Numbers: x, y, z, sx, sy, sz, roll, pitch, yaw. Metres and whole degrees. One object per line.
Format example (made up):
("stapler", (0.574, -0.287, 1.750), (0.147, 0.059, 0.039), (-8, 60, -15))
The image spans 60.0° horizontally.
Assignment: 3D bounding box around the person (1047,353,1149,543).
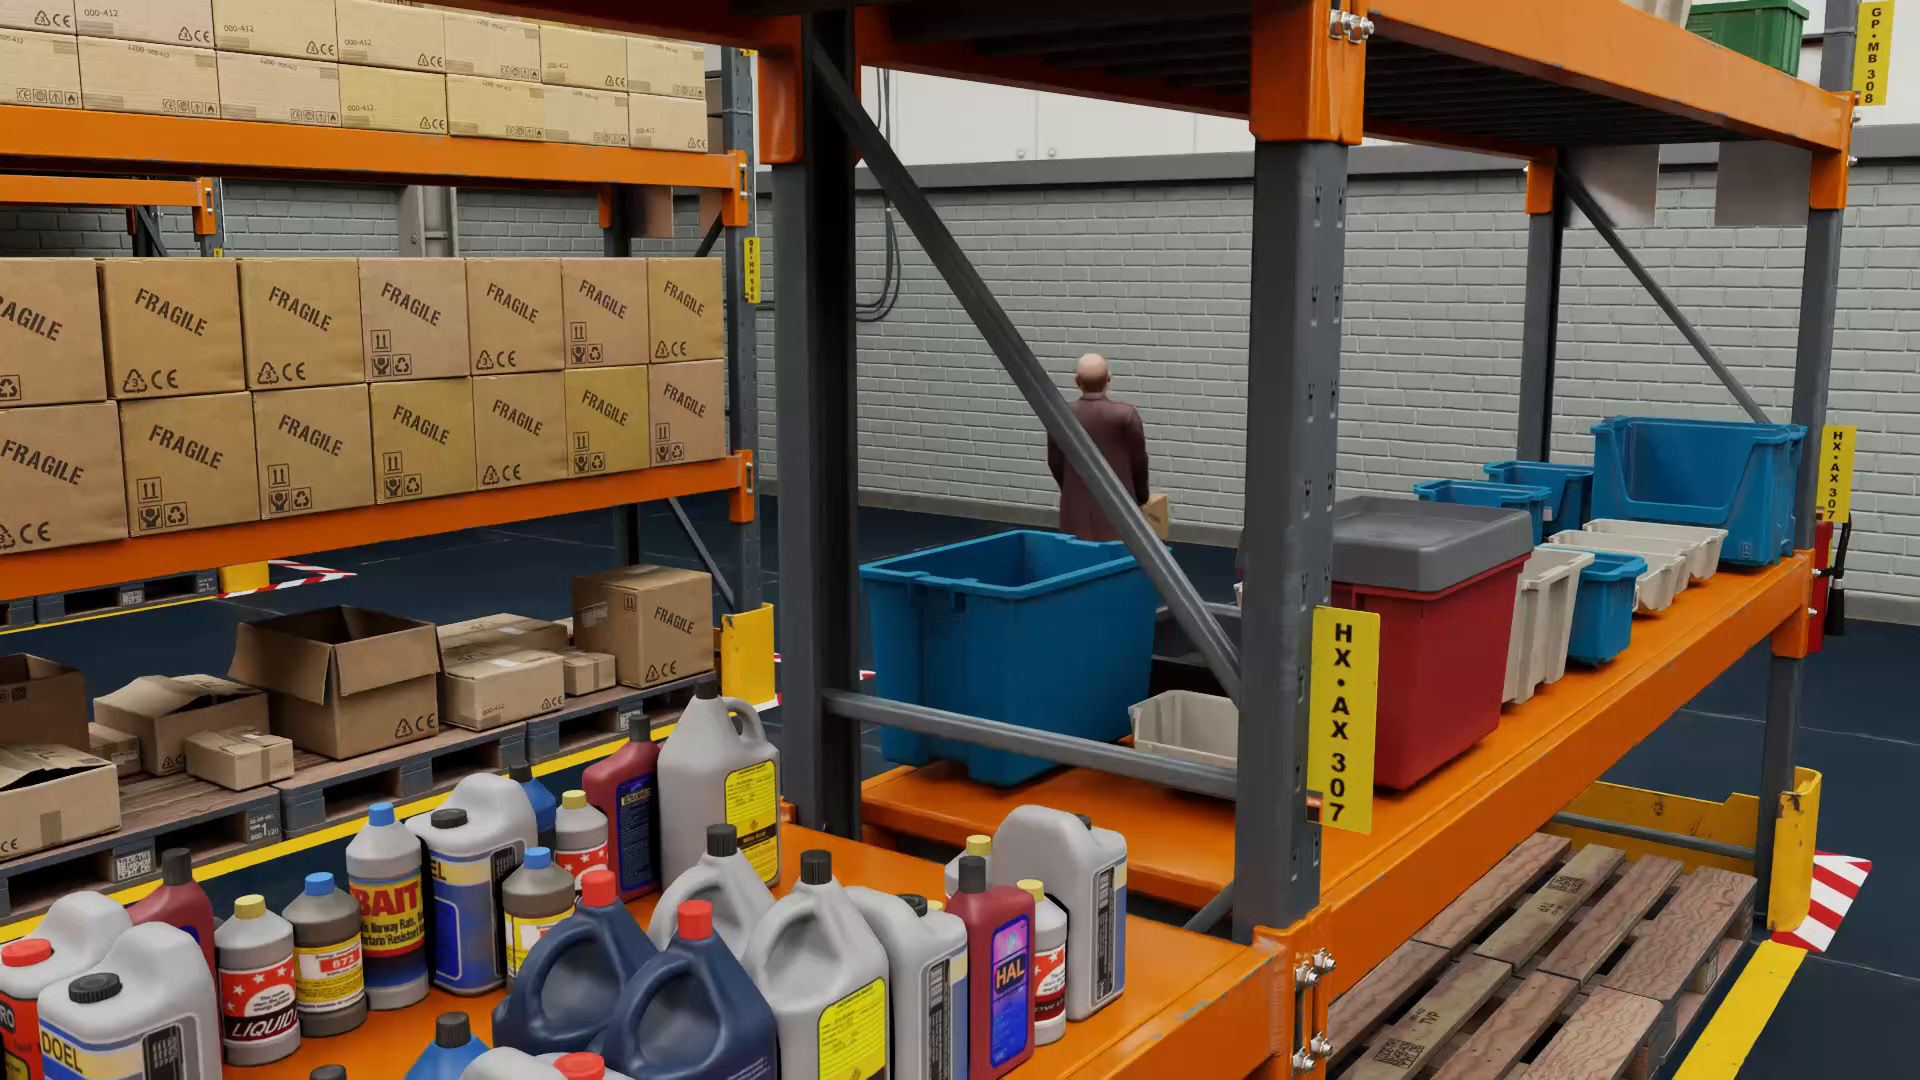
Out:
("person", (0.798, -0.151, 9.274), (0.603, 1.784, 0.469), (4, 10, 21))
